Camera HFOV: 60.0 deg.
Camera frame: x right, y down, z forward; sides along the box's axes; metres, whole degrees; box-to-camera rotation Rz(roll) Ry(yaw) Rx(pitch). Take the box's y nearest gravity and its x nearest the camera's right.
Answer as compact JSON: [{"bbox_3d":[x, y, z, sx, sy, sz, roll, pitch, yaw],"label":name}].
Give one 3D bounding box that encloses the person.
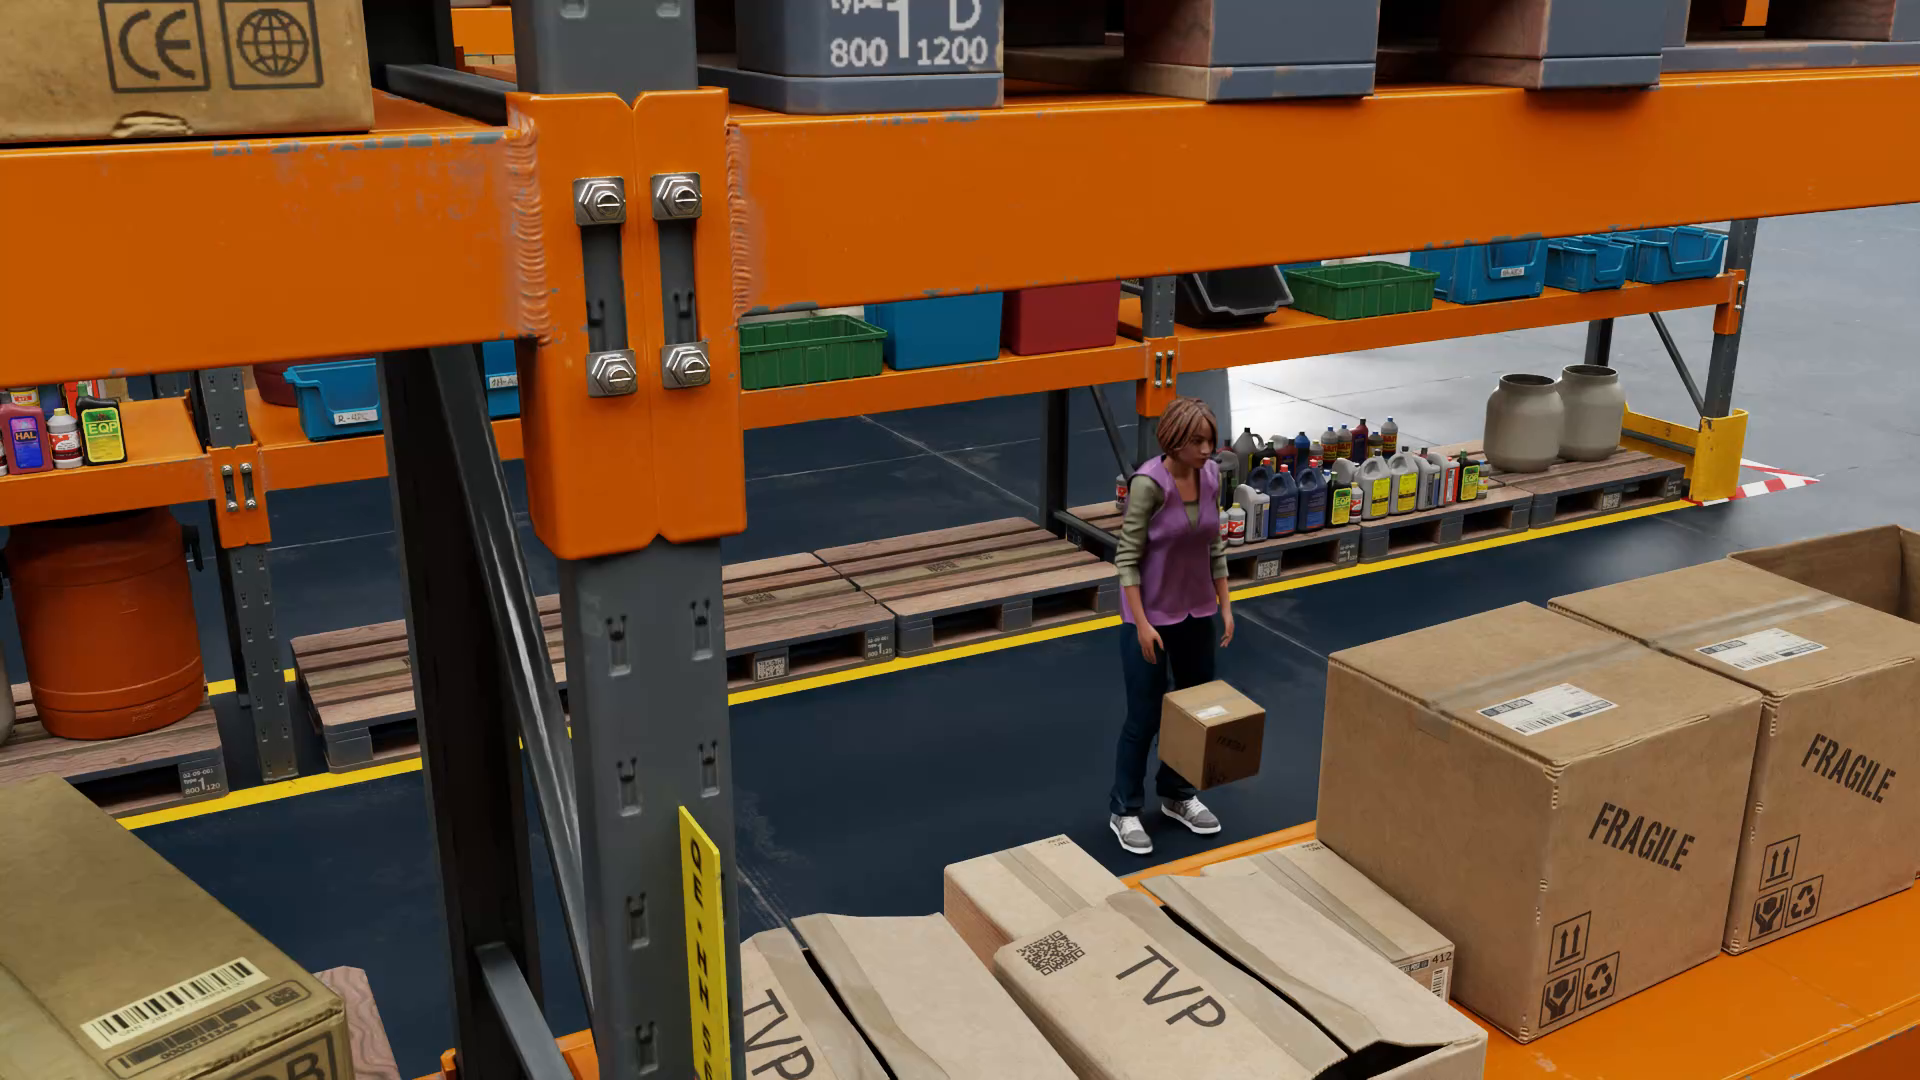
[{"bbox_3d":[0.730,0.277,5.754,0.452,1.598,0.338,-10,21,-28],"label":"person"}]
